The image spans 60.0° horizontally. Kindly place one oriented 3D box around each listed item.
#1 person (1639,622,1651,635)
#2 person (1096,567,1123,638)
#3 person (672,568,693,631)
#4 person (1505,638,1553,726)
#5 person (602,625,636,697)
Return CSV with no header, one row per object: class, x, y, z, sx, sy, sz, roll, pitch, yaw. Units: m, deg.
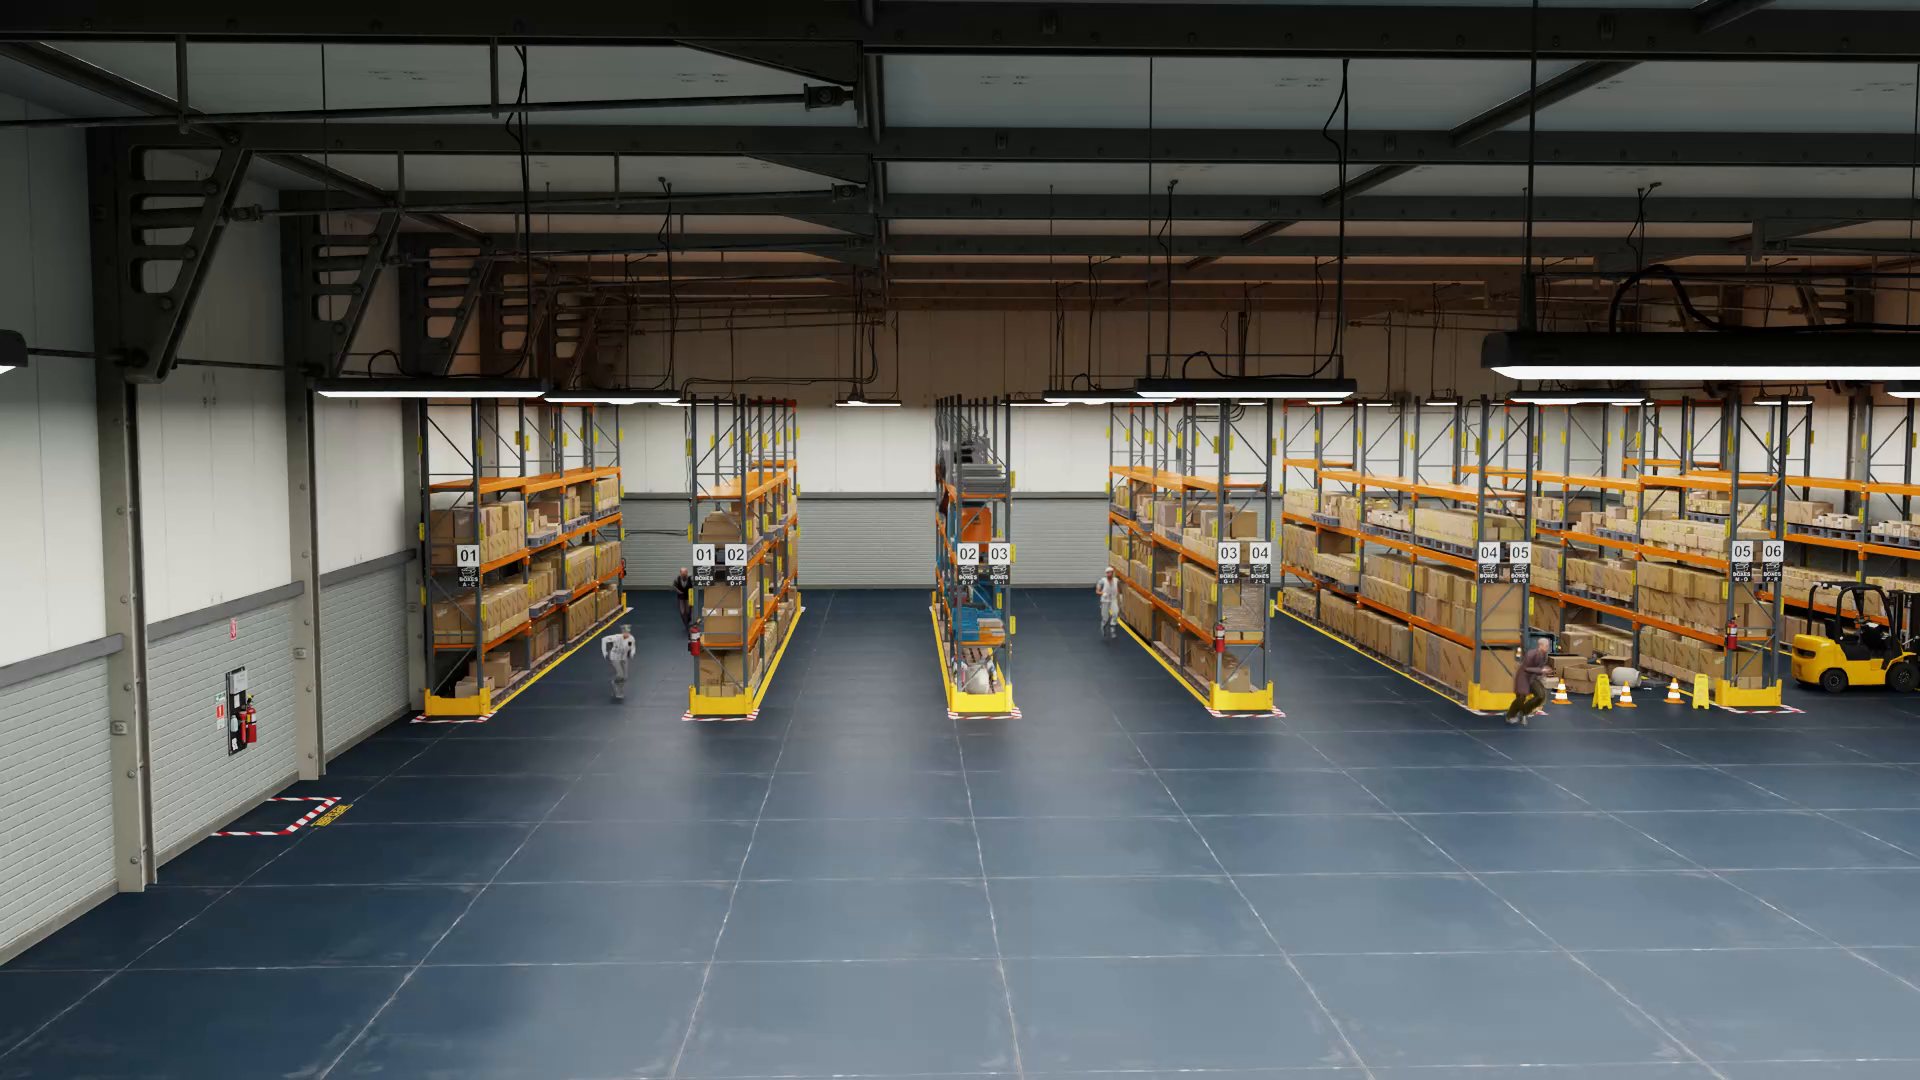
person,17.403,1.557,42.242,0.638,1.734,0.698,-1,5,-14
person,3.615,1.496,40.275,0.680,1.717,0.812,-1,5,-7
person,-7.095,1.536,42.950,0.649,1.647,0.725,0,4,-1
person,10.297,2.548,29.960,0.736,1.637,0.996,-3,6,-36
person,-6.720,2.400,32.776,0.645,1.496,0.816,-3,6,-35
